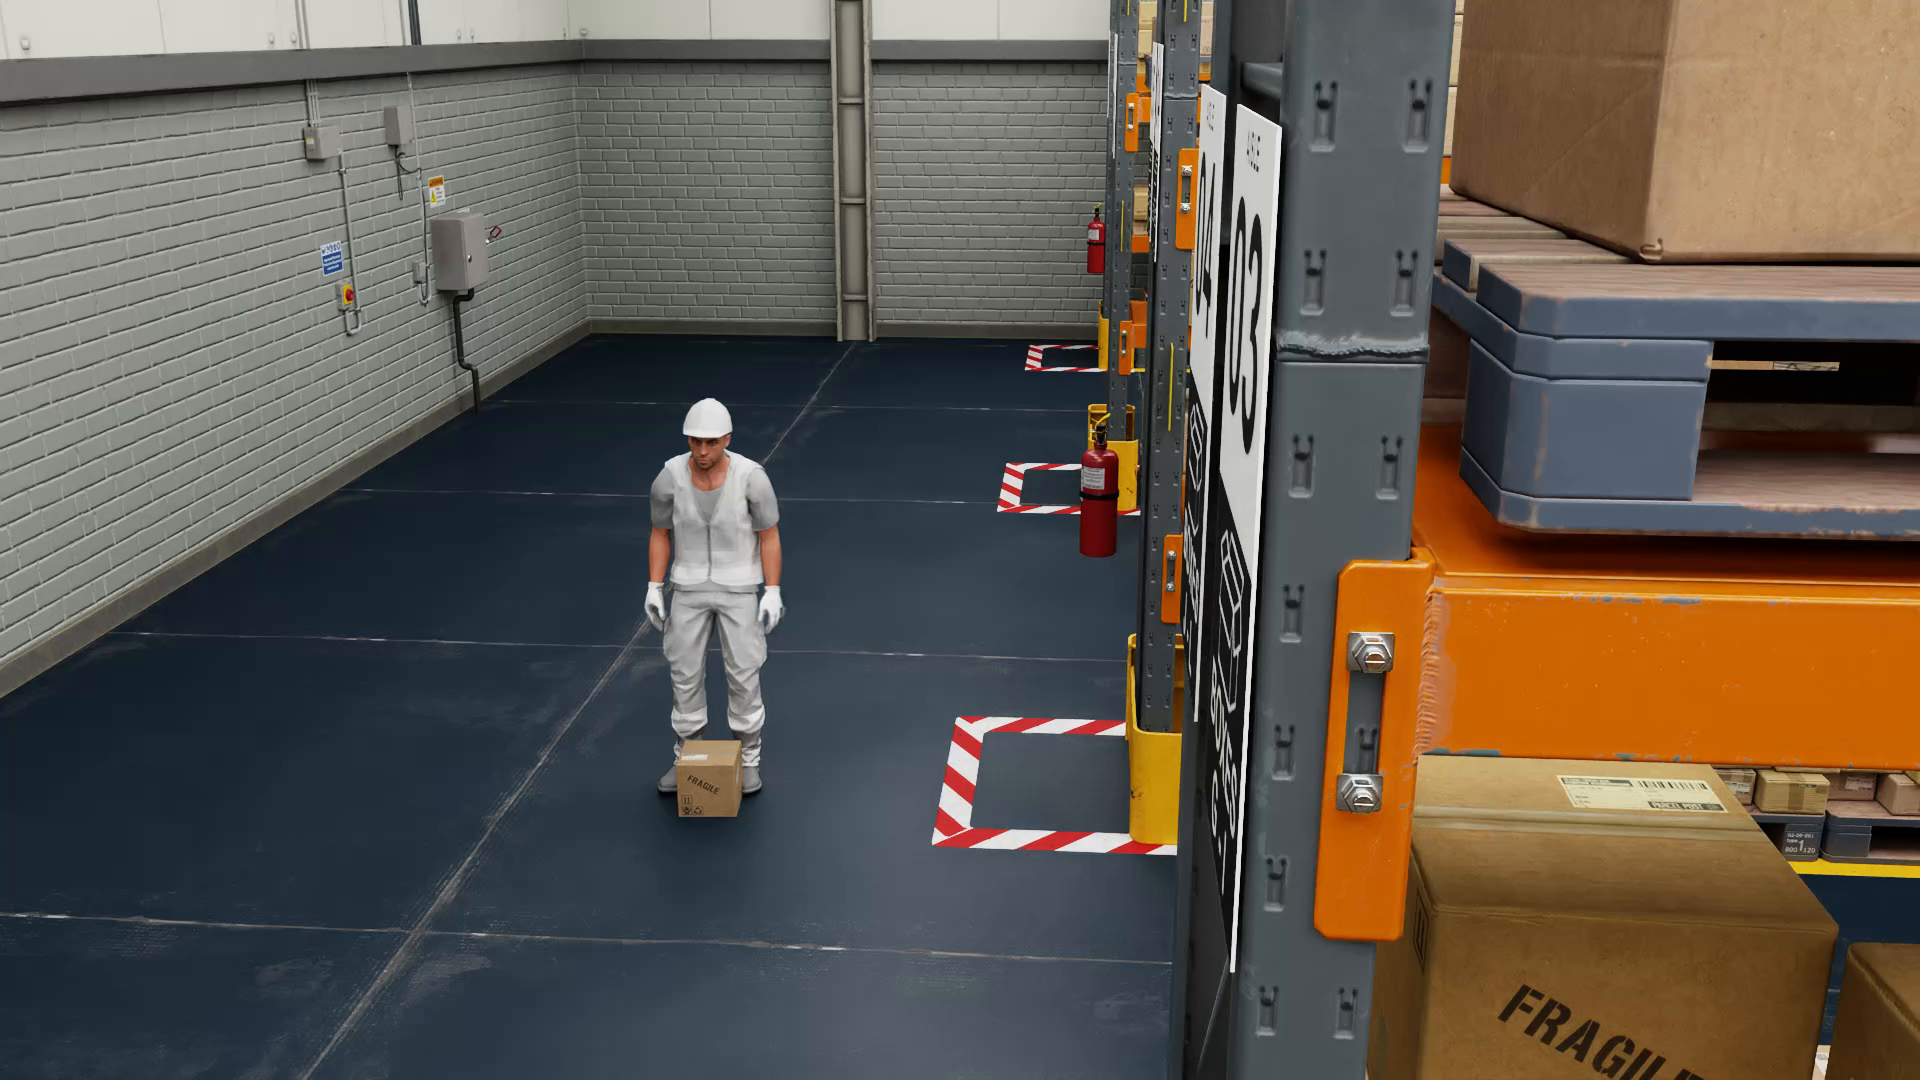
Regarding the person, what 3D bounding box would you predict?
[{"bbox_3d":[-1.071,0.245,7.237,0.609,1.779,0.454,1,17,4],"label":"person"}]
